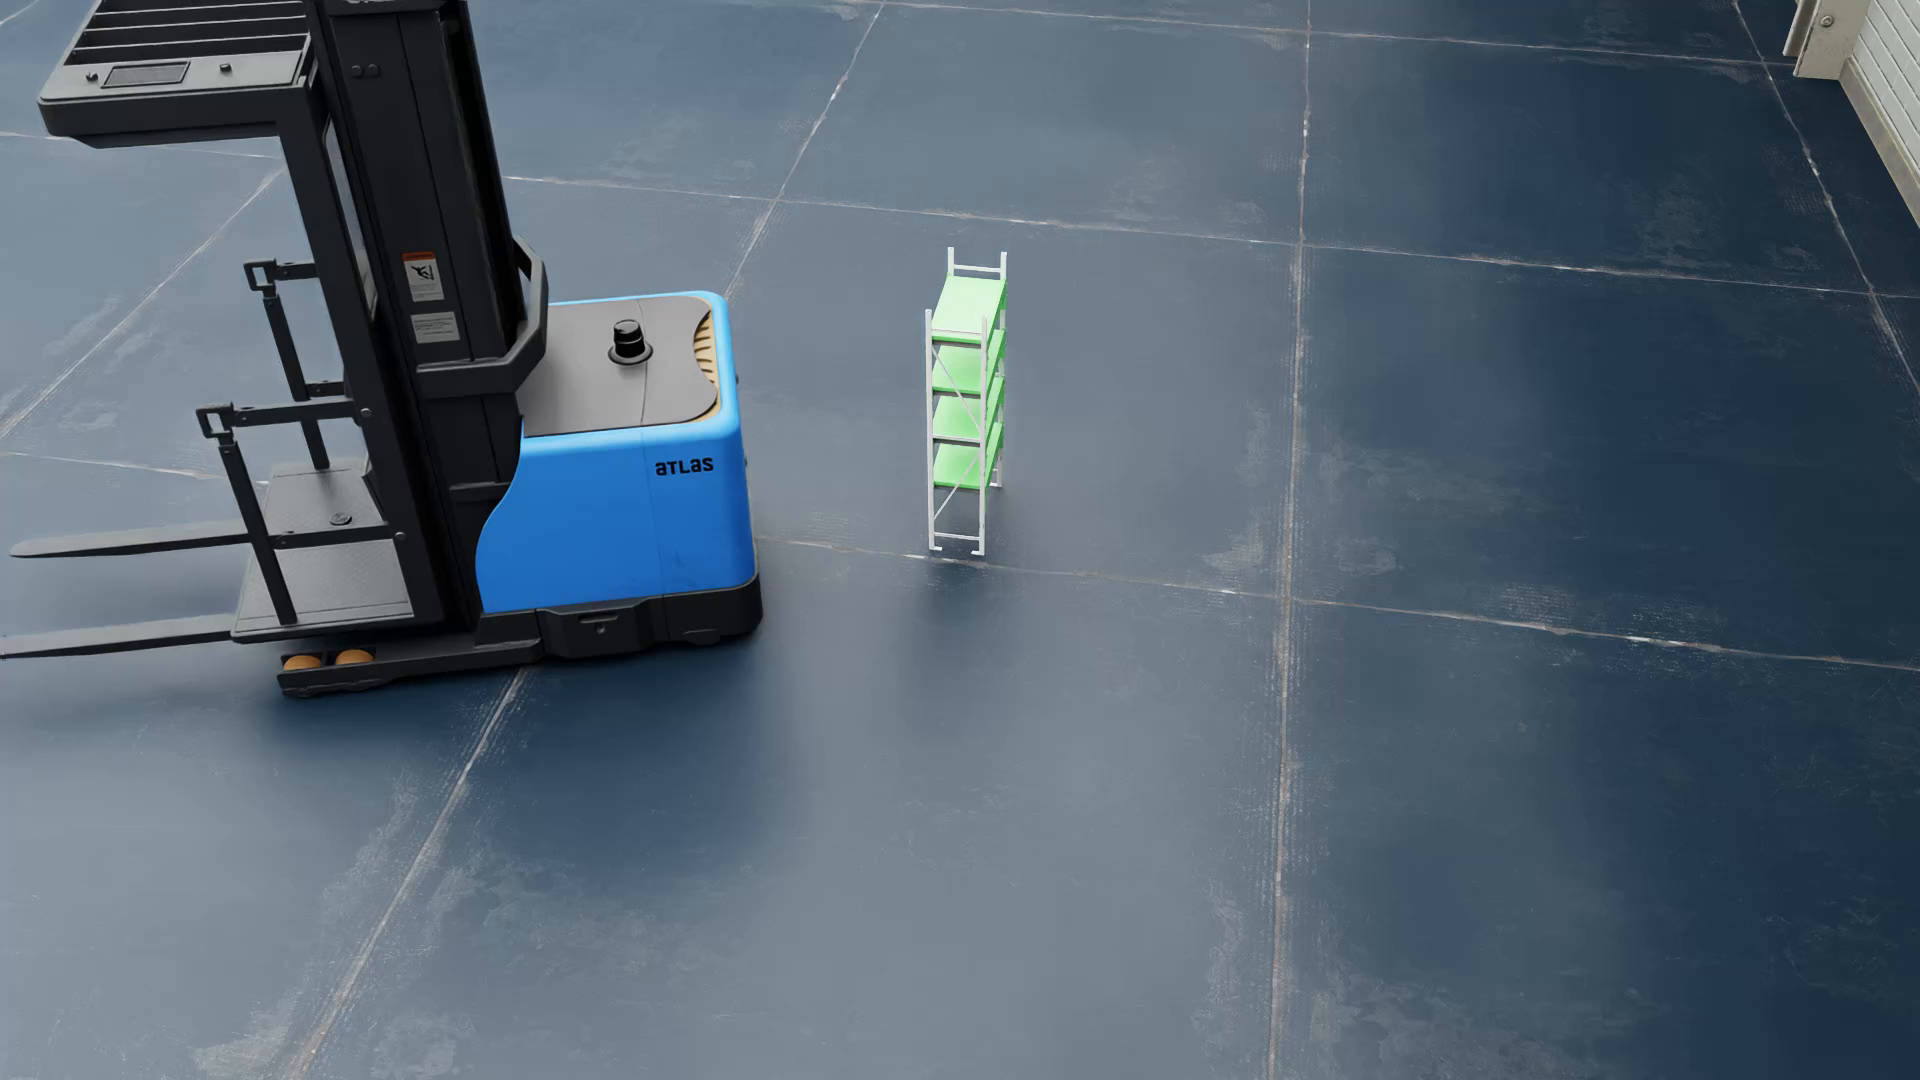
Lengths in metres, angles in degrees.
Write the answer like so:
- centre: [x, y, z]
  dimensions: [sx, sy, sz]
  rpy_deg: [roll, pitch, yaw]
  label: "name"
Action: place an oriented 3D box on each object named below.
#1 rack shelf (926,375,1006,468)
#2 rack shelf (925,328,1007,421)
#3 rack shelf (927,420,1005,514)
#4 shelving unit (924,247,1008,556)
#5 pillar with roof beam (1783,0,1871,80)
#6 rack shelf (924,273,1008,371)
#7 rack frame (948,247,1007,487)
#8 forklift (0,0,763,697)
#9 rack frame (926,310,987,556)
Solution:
- centre: [0.029, -0.517, 7.034]
  dimensions: [0.258, 0.148, 0.480]
  rpy_deg: [6, 40, 8]
  label: "rack shelf"
- centre: [0.029, -0.702, 6.881]
  dimensions: [0.258, 0.148, 0.480]
  rpy_deg: [6, 40, 8]
  label: "rack shelf"
- centre: [0.029, -0.332, 7.187]
  dimensions: [0.258, 0.148, 0.480]
  rpy_deg: [6, 40, 8]
  label: "rack shelf"
- centre: [0.029, -0.566, 6.993]
  dimensions: [0.258, 1.200, 0.503]
  rpy_deg: [6, 40, 8]
  label: "shelving unit"
- centre: [1.436, -7.098, 8.773]
  dimensions: [9.100, 9.000, 0.400]
  rpy_deg: [6, 40, 8]
  label: "pillar with roof beam"
- centre: [0.029, -0.887, 6.728]
  dimensions: [0.258, 0.148, 0.480]
  rpy_deg: [6, 40, 8]
  label: "rack shelf"
- centre: [0.071, -0.719, 7.179]
  dimensions: [0.240, 1.200, 0.015]
  rpy_deg: [6, 40, 8]
  label: "rack frame"
- centre: [-2.365, -0.880, 6.015]
  dimensions: [3.031, 2.935, 1.130]
  rpy_deg: [-6, 40, -7]
  label: "forklift"
- centre: [-0.014, -0.413, 6.808]
  dimensions: [0.240, 1.200, 0.015]
  rpy_deg: [6, 40, 8]
  label: "rack frame"
